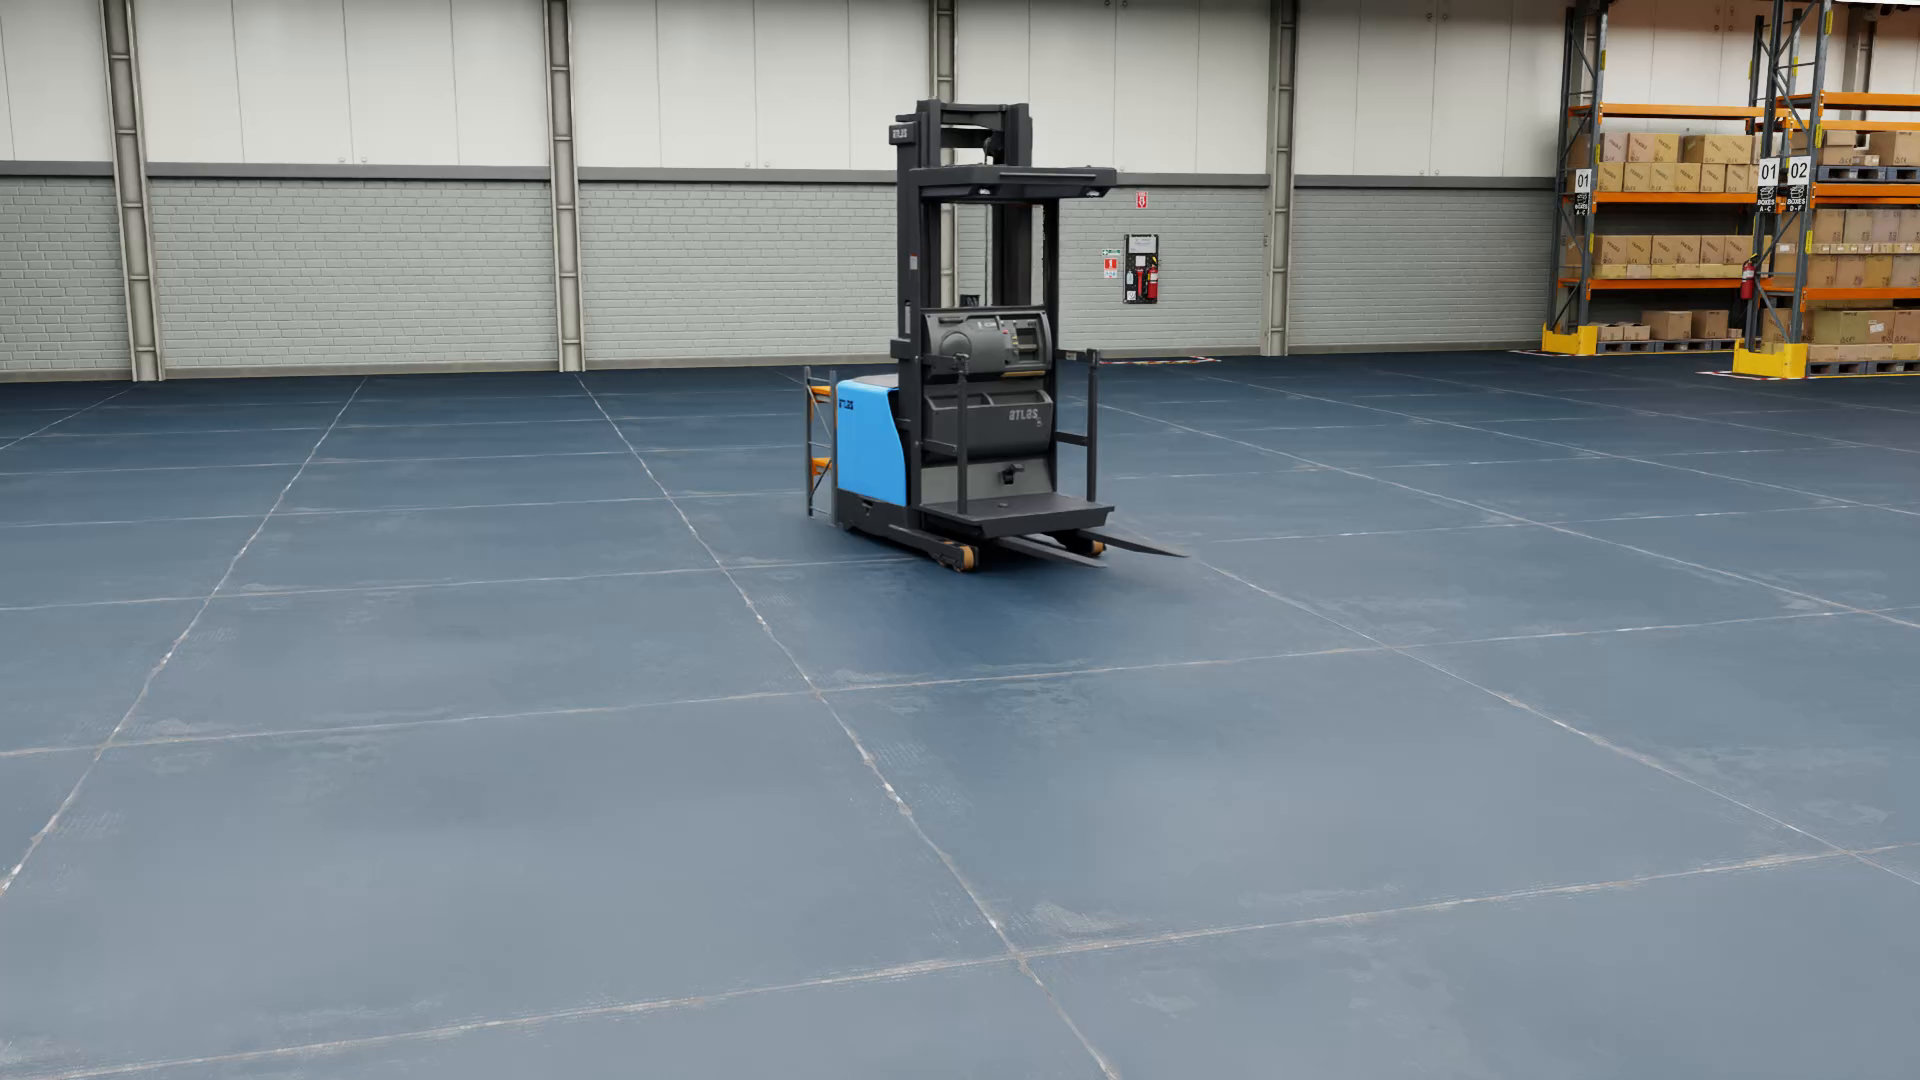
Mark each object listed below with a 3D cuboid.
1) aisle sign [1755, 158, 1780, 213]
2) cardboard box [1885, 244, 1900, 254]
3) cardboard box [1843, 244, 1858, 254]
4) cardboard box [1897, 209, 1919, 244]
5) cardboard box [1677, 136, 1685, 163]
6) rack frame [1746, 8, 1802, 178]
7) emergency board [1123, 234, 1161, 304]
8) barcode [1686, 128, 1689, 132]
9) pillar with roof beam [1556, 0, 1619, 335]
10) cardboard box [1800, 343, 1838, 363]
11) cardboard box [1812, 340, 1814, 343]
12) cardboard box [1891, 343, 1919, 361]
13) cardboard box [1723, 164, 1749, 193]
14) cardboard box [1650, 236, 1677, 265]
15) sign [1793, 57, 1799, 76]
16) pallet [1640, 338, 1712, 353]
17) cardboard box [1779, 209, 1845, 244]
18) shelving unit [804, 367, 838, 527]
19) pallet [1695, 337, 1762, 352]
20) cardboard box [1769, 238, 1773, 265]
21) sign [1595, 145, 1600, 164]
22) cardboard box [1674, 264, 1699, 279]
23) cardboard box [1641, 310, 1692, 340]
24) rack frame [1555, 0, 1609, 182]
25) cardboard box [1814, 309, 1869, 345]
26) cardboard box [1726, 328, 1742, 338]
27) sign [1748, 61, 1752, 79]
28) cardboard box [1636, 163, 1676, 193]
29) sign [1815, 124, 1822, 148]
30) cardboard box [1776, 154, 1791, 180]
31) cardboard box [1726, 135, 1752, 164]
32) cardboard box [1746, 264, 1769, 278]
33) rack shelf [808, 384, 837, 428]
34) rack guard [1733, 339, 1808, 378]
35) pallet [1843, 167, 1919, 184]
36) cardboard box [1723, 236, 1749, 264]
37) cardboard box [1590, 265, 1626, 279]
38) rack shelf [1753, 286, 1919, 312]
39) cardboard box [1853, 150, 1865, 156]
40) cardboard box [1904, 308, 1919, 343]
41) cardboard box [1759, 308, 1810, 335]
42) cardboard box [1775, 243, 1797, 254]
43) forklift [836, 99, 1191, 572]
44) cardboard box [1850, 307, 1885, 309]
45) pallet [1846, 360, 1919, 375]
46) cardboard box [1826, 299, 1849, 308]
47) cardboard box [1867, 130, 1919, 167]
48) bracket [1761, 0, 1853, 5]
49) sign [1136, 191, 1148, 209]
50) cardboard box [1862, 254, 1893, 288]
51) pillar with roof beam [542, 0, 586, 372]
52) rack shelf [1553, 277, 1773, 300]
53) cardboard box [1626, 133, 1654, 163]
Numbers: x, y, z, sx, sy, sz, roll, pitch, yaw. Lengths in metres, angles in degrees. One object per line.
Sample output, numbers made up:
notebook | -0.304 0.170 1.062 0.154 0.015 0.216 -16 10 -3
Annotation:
aisle sign | 12.068 -5.296 24.849 0.004 0.787 0.394 -3 11 -16
cardboard box | 13.886 -4.386 25.018 0.250 0.149 0.380 -3 11 -17
cardboard box | 13.142 -4.347 24.805 0.250 0.149 0.380 -3 11 -16
cardboard box | 14.184 -4.760 25.257 0.500 0.500 0.700 -3 11 -16
cardboard box | 12.651 -6.999 29.901 0.500 0.500 0.500 -3 11 -16
rack frame | 14.665 -7.984 30.058 0.127 3.000 1.000 -3 11 -16
emergency board | 3.111 -4.594 28.219 0.643 1.169 0.194 -3 11 -16
barcode | 13.211 -7.447 30.182 0.075 0.075 0.001 -3 11 -16
pillar with roof beam | 12.458 -7.219 25.903 0.548 9.000 9.100 -3 11 -16
cardboard box | 12.790 -2.813 24.974 0.500 0.250 0.500 -3 11 -16
cardboard box | 13.122 -2.930 25.612 0.500 0.250 0.500 -3 11 -16
cardboard box | 14.231 -2.888 25.385 0.500 0.250 0.500 -3 11 -16
cardboard box | 13.760 -6.475 29.820 0.500 0.500 0.500 -4 11 -21
cardboard box | 12.342 -5.156 29.556 0.500 0.500 0.500 -3 11 -18
sign | 14.799 -8.387 29.449 0.005 0.325 0.100 -3 11 -16
pallet | 12.857 -3.559 30.297 1.213 0.211 1.003 -3 11 -16
cardboard box | 12.716 -4.681 24.830 0.500 0.500 0.700 -3 11 -16
shelving unit | -0.574 -0.734 12.425 1.048 1.125 0.538 -6 12 -29
pallet | 14.030 -3.622 30.636 1.213 0.211 1.003 -3 11 -16
cardboard box | 15.163 -5.319 30.660 0.500 0.500 0.700 -3 11 -16
sign | 10.977 -6.642 28.639 0.005 0.325 0.100 -3 11 -16
cardboard box | 12.853 -4.815 29.776 0.500 0.250 0.500 -3 11 -15
cardboard box | 12.780 -3.894 30.105 0.500 0.500 0.700 -4 11 -20
rack frame | 10.825 -7.781 28.959 0.127 3.000 1.000 -3 11 -16
cardboard box | 13.269 -3.207 25.045 0.500 0.500 0.500 -3 11 -16
cardboard box | 14.160 -3.824 30.643 0.250 0.166 0.380 -5 11 -23
sign | 14.505 -8.617 30.482 0.005 0.325 0.100 -3 11 -16
cardboard box | 12.239 -6.386 29.336 0.500 0.500 0.500 -2 11 -13
sign | 12.362 -5.817 23.942 0.005 0.325 0.100 -3 11 -16
cardboard box | 15.213 -6.778 30.358 0.500 0.500 0.500 -1 11 -8
cardboard box | 13.734 -6.957 29.673 0.500 0.500 0.500 -2 11 -13
cardboard box | 14.295 -4.893 30.197 0.500 0.250 0.500 -3 11 -16
rack shelf | -0.574 -1.022 12.372 1.000 0.278 0.538 -6 12 -29
rack guard | 12.190 -2.739 25.045 0.348 0.500 1.175 -3 11 -16
pallet | 14.073 -5.495 25.071 1.213 0.211 1.003 -3 11 -16
cardboard box | 13.820 -5.234 29.981 0.500 0.500 0.500 -3 11 -16
cardboard box | 11.382 -4.736 29.348 0.500 0.250 0.500 -3 11 -18
rack shelf | 14.133 -3.717 25.440 4.000 0.370 1.077 -3 11 -16
cardboard box | 13.245 -5.751 25.082 0.500 0.250 0.500 -3 11 -16
cardboard box | 14.707 -3.285 25.467 0.500 0.500 0.500 -3 11 -16
cardboard box | 15.367 -4.060 31.006 0.500 0.500 0.700 -3 11 -14
cardboard box | 12.526 -4.390 25.043 0.250 0.149 0.380 -3 11 -17
forklift | 0.302 -1.336 10.708 1.130 2.935 3.031 -6 12 -30
cardboard box | 14.081 -3.350 25.822 0.500 0.500 0.500 -3 11 -16
pallet | 14.105 -2.706 25.659 1.213 0.211 1.003 -3 11 -16
cardboard box | 16.288 -4.479 31.209 0.500 0.250 0.500 -3 11 -18
cardboard box | 13.884 -5.806 24.693 0.500 0.500 0.500 -3 11 -16
bracket | 14.227 -9.827 30.129 4.783 0.066 0.076 -3 11 -16
sign | 3.075 -5.751 28.101 0.199 0.298 0.001 -3 11 -16
cardboard box | 13.646 -4.092 25.213 0.500 0.500 0.700 -3 11 -16
pillar with roof beam | -4.824 -6.308 20.955 0.400 9.000 9.100 -3 11 -16
rack shelf | 12.745 -4.578 30.117 4.000 0.370 1.077 -3 11 -16
cardboard box | 11.758 -6.851 29.096 0.500 0.500 0.500 -3 11 -17
